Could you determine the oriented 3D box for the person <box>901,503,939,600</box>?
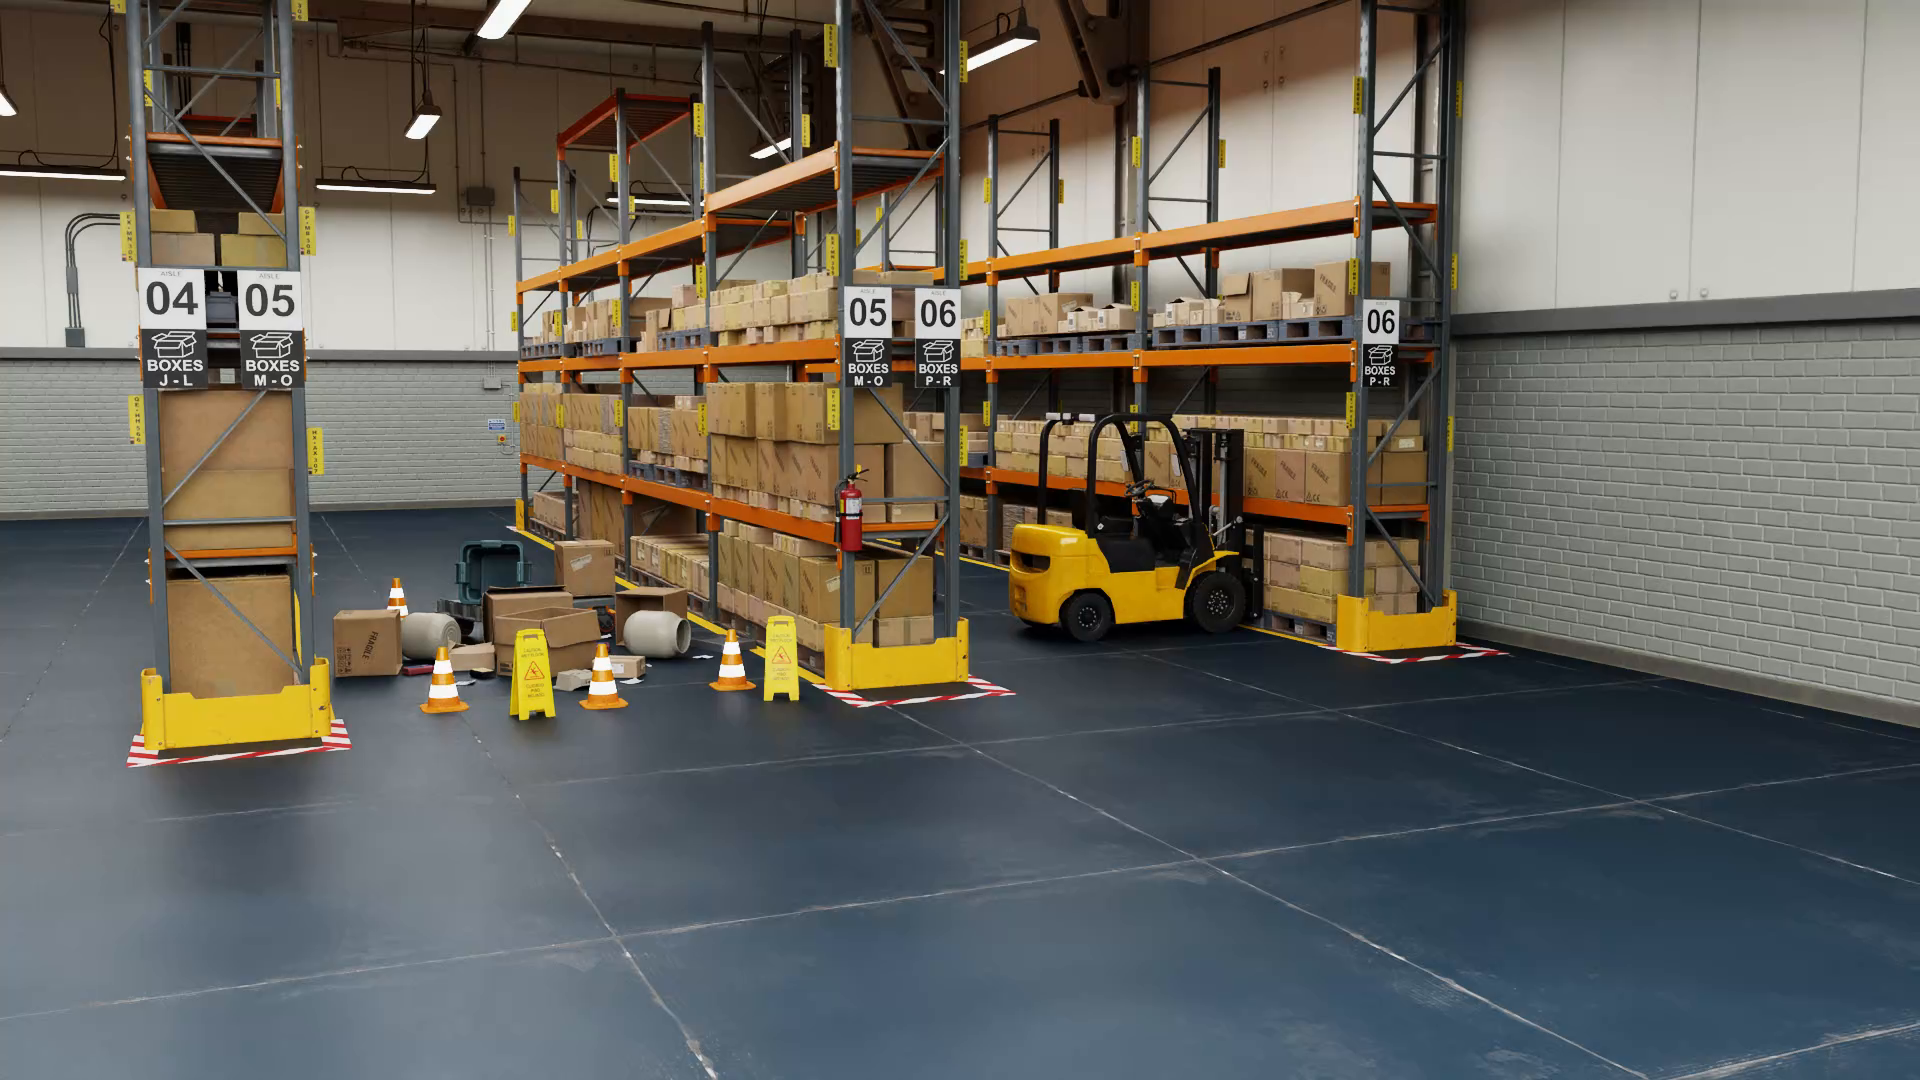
[{"bbox_3d":[-0.503,-0.180,18.805,0.501,1.722,0.548,-2,6,-24],"label":"person"}]
